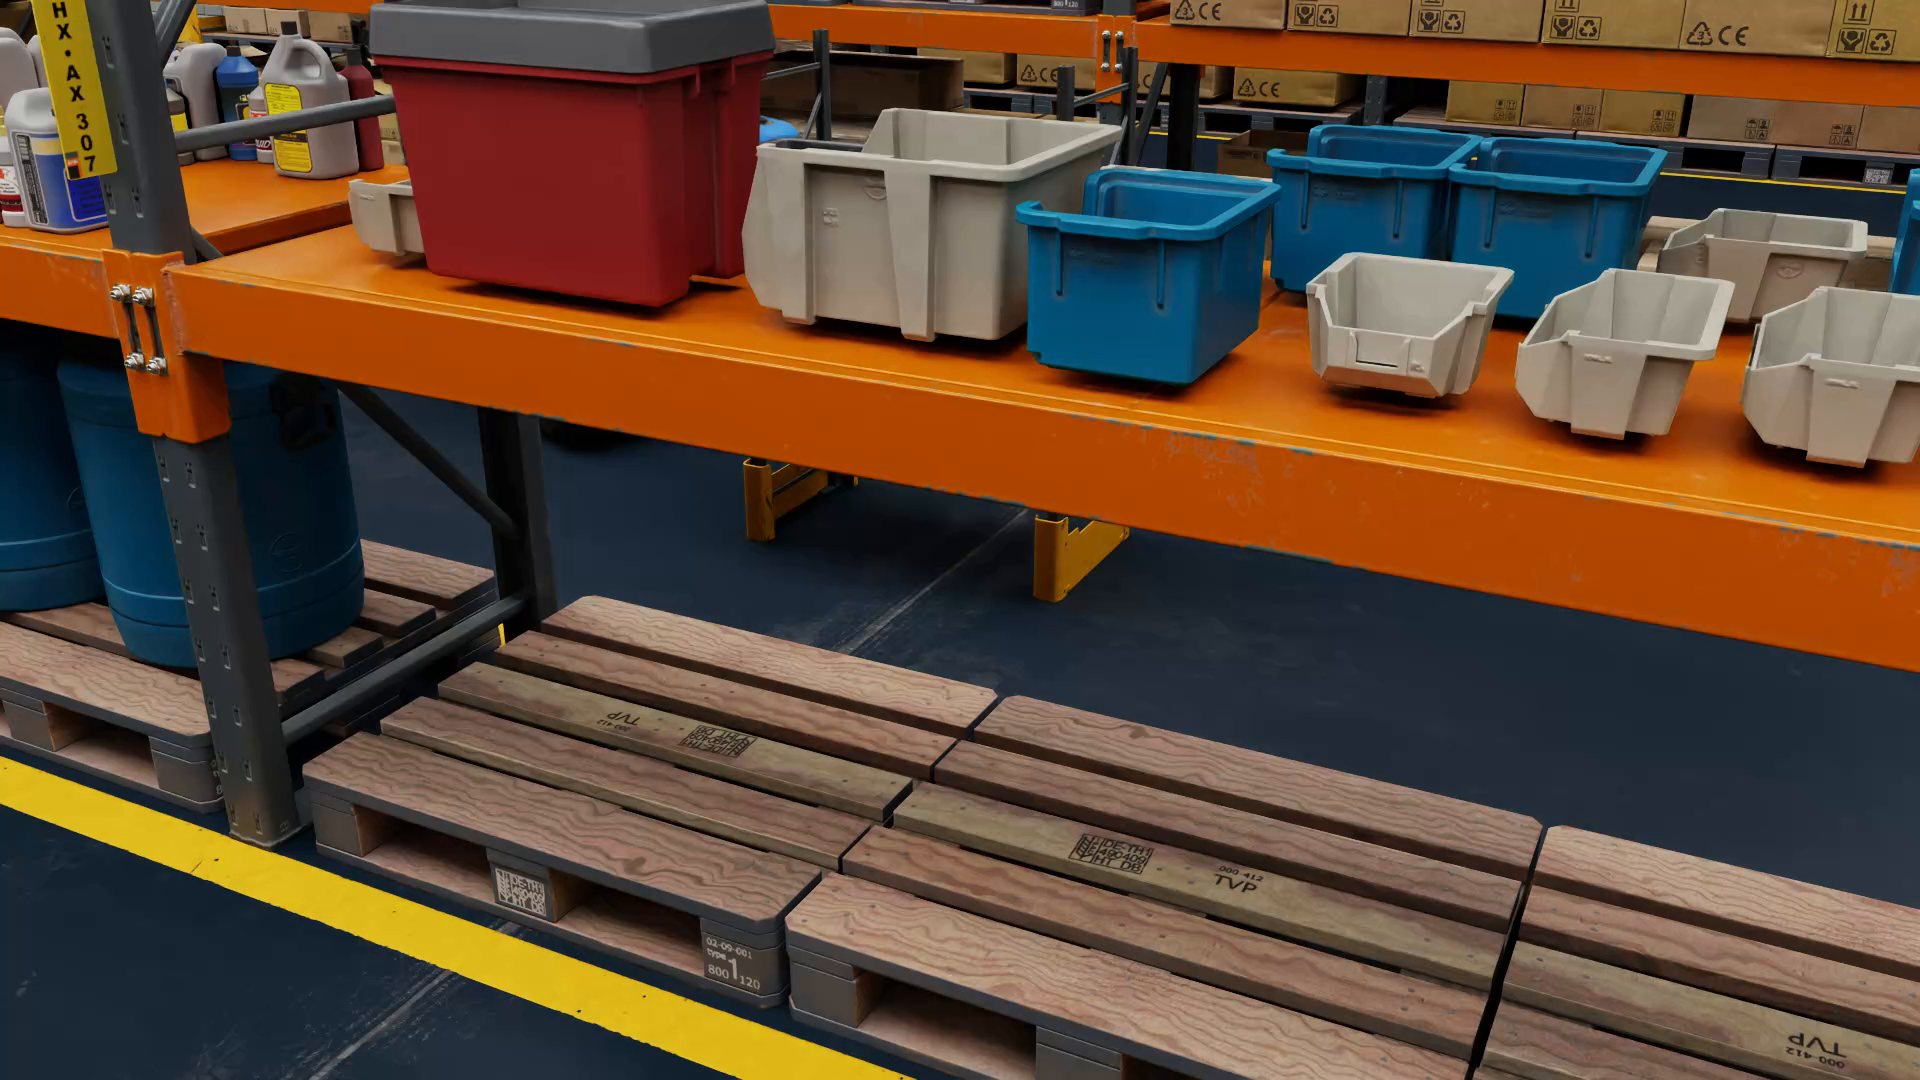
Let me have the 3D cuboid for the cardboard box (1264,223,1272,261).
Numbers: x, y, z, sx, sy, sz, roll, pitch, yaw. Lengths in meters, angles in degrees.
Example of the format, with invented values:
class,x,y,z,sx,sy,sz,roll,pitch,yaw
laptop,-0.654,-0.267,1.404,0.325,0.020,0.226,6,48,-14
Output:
class,x,y,z,sx,sy,sz,roll,pitch,yaw
cardboard box,1.177,-1.426,7.644,0.500,0.311,0.500,11,25,25

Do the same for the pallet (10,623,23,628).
class,x,y,z,sx,sy,sz,roll,pitch,yaw
pallet,-3.101,0.036,4.895,1.213,0.211,1.003,11,25,25

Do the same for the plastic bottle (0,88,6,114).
class,x,y,z,sx,sy,sz,roll,pitch,yaw
plastic bottle,-2.241,-0.957,3.730,0.185,0.351,0.144,11,25,25

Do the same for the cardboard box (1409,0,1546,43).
class,x,y,z,sx,sy,sz,roll,pitch,yaw
cardboard box,2.136,-2.293,6.681,0.500,0.500,0.500,11,25,24

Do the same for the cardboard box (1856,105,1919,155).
class,x,y,z,sx,sy,sz,roll,pitch,yaw
cardboard box,6.031,-2.767,10.580,0.500,0.500,0.700,11,25,25

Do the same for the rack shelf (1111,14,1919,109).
class,x,y,z,sx,sy,sz,roll,pitch,yaw
rack shelf,2.685,-1.926,6.866,4.000,0.370,1.077,11,25,25

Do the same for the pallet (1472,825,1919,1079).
class,x,y,z,sx,sy,sz,roll,pitch,yaw
pallet,1.513,0.949,2.749,1.213,0.211,1.003,11,25,25

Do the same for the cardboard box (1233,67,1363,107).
class,x,y,z,sx,sy,sz,roll,pitch,yaw
cardboard box,2.493,-3.615,12.127,0.750,0.750,0.750,12,26,25

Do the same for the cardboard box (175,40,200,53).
class,x,y,z,sx,sy,sz,roll,pitch,yaw
cardboard box,-5.282,-3.148,11.080,0.500,0.311,0.500,12,26,26

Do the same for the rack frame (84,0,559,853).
class,x,y,z,sx,sy,sz,roll,pitch,yaw
rack frame,-1.338,-0.881,3.489,0.127,3.000,1.000,11,25,25

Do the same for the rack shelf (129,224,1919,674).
class,x,y,z,sx,sy,sz,roll,pitch,yaw
rack shelf,0.446,-0.197,2.800,4.000,0.370,1.077,11,25,25

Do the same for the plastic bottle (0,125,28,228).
class,x,y,z,sx,sy,sz,roll,pitch,yaw
plastic bottle,-1.952,-0.757,3.452,0.097,0.201,0.097,0,23,0

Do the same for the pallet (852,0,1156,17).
class,x,y,z,sx,sy,sz,roll,pitch,yaw
pallet,0.236,-2.701,8.015,1.213,0.211,1.003,11,25,25

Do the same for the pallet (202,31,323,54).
class,x,y,z,sx,sy,sz,roll,pitch,yaw
pallet,-6.801,-5.008,16.756,1.213,0.211,1.003,11,25,25

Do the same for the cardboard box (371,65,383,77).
class,x,y,z,sx,sy,sz,roll,pitch,yaw
cardboard box,-3.477,-2.788,10.233,0.500,0.311,0.500,11,25,23

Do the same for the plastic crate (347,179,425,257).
class,x,y,z,sx,sy,sz,roll,pitch,yaw
plastic crate,-0.988,-0.655,3.219,0.243,0.136,0.396,11,25,25

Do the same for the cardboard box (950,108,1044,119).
class,x,y,z,sx,sy,sz,roll,pitch,yaw
cardboard box,0.097,-1.924,8.572,0.500,0.500,0.500,12,26,25

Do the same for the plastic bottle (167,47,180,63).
class,x,y,z,sx,sy,sz,roll,pitch,yaw
plastic bottle,-1.997,-1.132,4.242,0.097,0.271,0.097,0,23,0

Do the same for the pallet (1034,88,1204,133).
class,x,y,z,sx,sy,sz,roll,pitch,yaw
pallet,1.316,-3.383,12.935,1.213,0.211,1.003,11,25,25

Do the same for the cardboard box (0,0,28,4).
class,x,y,z,sx,sy,sz,roll,pitch,yaw
cardboard box,-6.962,-3.573,11.837,0.500,0.500,0.500,11,25,25

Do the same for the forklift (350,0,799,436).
class,x,y,z,sx,sy,sz,roll,pitch,yaw
forklift,-1.874,-2.231,6.750,1.130,2.935,3.031,-17,28,-34

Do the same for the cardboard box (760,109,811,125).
class,x,y,z,sx,sy,sz,roll,pitch,yaw
cardboard box,-1.009,-1.918,8.558,0.500,0.500,0.500,10,25,23

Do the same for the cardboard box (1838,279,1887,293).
class,x,y,z,sx,sy,sz,roll,pitch,yaw
cardboard box,3.552,-0.916,6.629,0.250,0.166,0.380,11,25,25

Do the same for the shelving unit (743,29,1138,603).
class,x,y,z,sx,sy,sz,roll,pitch,yaw
shelving unit,-0.068,-0.704,4.988,1.083,1.500,0.587,11,25,25

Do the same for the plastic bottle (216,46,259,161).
class,x,y,z,sx,sy,sz,roll,pitch,yaw
plastic bottle,-1.790,-1.091,4.146,0.097,0.271,0.097,0,23,0

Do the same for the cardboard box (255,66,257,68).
class,x,y,z,sx,sy,sz,roll,pitch,yaw
cardboard box,-4.611,-2.778,10.210,0.500,0.311,0.500,12,26,26

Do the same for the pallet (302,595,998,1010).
class,x,y,z,sx,sy,sz,roll,pitch,yaw
pallet,-0.665,0.518,3.762,1.213,0.211,1.003,11,25,25

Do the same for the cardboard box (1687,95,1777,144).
class,x,y,z,sx,sy,sz,roll,pitch,yaw
cardboard box,5.136,-2.944,10.996,0.500,0.500,0.700,10,25,23

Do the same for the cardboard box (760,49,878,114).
class,x,y,z,sx,sy,sz,roll,pitch,yaw
cardboard box,-0.762,-2.443,8.836,0.500,0.250,0.500,11,25,24

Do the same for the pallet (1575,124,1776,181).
class,x,y,z,sx,sy,sz,roll,pitch,yaw
pallet,4.868,-2.682,11.286,1.213,0.211,1.003,11,25,25

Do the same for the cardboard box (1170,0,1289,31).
class,x,y,z,sx,sy,sz,roll,pitch,yaw
cardboard box,1.232,-2.471,7.101,0.500,0.500,0.500,12,26,26

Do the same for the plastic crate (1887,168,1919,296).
class,x,y,z,sx,sy,sz,roll,pitch,yaw
plastic crate,1.572,-0.400,2.496,0.300,0.233,0.416,11,25,25

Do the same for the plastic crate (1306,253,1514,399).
class,x,y,z,sx,sy,sz,roll,pitch,yaw
plastic crate,0.638,-0.305,2.394,0.250,0.136,0.298,11,25,25

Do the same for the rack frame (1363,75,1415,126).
class,x,y,z,sx,sy,sz,roll,pitch,yaw
rack frame,3.132,-4.341,11.626,0.127,3.000,1.000,11,25,25

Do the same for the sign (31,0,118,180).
class,x,y,z,sx,sy,sz,roll,pitch,yaw
sign,-1.588,-0.817,2.984,0.005,0.325,0.100,11,25,25

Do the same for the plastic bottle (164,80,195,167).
class,x,y,z,sx,sy,sz,roll,pitch,yaw
plastic bottle,-1.946,-1.022,4.075,0.097,0.201,0.097,0,23,0

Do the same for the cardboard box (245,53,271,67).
class,x,y,z,sx,sy,sz,roll,pitch,yaw
cardboard box,-4.391,-2.969,10.659,0.500,0.311,0.500,11,25,24

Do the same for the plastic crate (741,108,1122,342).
class,x,y,z,sx,sy,sz,roll,pitch,yaw
plastic crate,-0.059,-0.520,2.716,0.530,0.282,0.437,11,25,25

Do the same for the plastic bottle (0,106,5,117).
class,x,y,z,sx,sy,sz,roll,pitch,yaw
plastic bottle,-2.122,-0.858,3.688,0.097,0.201,0.097,0,23,0

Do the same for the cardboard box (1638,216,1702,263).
class,x,y,z,sx,sy,sz,roll,pitch,yaw
cardboard box,3.220,-1.213,7.221,0.500,0.250,0.500,11,25,25

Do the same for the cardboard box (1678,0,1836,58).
class,x,y,z,sx,sy,sz,roll,pitch,yaw
cardboard box,3.040,-2.115,6.262,0.500,0.500,0.500,11,26,25

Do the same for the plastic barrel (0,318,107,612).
class,x,y,z,sx,sy,sz,roll,pitch,yaw
plastic barrel,-2.448,-0.336,4.352,0.708,0.901,0.600,11,25,25

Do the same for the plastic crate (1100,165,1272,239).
class,x,y,z,sx,sy,sz,roll,pitch,yaw
plastic crate,0.351,-0.585,3.053,0.466,0.136,0.293,11,25,25

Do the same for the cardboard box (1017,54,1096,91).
class,x,y,z,sx,sy,sz,roll,pitch,yaw
cardboard box,0.938,-3.919,12.843,0.750,0.750,0.750,11,25,24

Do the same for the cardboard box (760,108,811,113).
class,x,y,z,sx,sy,sz,roll,pitch,yaw
cardboard box,-0.796,-2.104,8.996,0.500,0.500,0.500,10,25,23

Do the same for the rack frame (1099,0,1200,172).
class,x,y,z,sx,sy,sz,roll,pitch,yaw
rack frame,0.900,-2.611,7.556,0.127,3.000,1.000,11,25,25

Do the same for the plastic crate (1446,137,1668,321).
class,x,y,z,sx,sy,sz,roll,pitch,yaw
plastic crate,0.984,-0.517,2.769,0.300,0.233,0.416,11,25,25

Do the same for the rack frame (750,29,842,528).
class,x,y,z,sx,sy,sz,roll,pitch,yaw
rack frame,-0.530,-0.795,5.203,0.032,1.500,0.500,11,25,25

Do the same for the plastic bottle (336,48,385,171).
class,x,y,z,sx,sy,sz,roll,pitch,yaw
plastic bottle,-1.473,-1.041,4.015,0.133,0.283,0.061,11,25,25

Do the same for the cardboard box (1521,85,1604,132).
class,x,y,z,sx,sy,sz,roll,pitch,yaw
cardboard box,4.200,-3.127,11.427,0.500,0.500,0.700,11,25,24

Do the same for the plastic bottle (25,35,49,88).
class,x,y,z,sx,sy,sz,roll,pitch,yaw
plastic bottle,-2.406,-1.203,4.403,0.135,0.276,0.152,11,25,25

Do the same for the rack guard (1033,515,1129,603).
class,x,y,z,sx,sy,sz,roll,pitch,yaw
rack guard,0.376,-0.041,5.026,0.087,0.250,0.587,11,25,25

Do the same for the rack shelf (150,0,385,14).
class,x,y,z,sx,sy,sz,roll,pitch,yaw
rack shelf,-4.455,-3.339,10.188,4.000,0.370,1.077,11,25,25

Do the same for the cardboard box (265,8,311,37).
class,x,y,z,sx,sy,sz,roll,pitch,yaw
cardboard box,-6.492,-5.171,16.450,0.500,0.311,0.500,14,27,29

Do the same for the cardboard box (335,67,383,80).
class,x,y,z,sx,sy,sz,roll,pitch,yaw
cardboard box,-3.715,-2.599,9.789,0.500,0.311,0.500,11,25,24

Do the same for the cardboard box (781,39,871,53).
class,x,y,z,sx,sy,sz,roll,pitch,yaw
cardboard box,-1.104,-4.209,13.946,0.500,0.500,0.700,12,26,25

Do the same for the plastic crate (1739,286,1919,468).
class,x,y,z,sx,sy,sz,roll,pitch,yaw
plastic crate,1.170,-0.218,2.191,0.243,0.136,0.396,11,25,25
